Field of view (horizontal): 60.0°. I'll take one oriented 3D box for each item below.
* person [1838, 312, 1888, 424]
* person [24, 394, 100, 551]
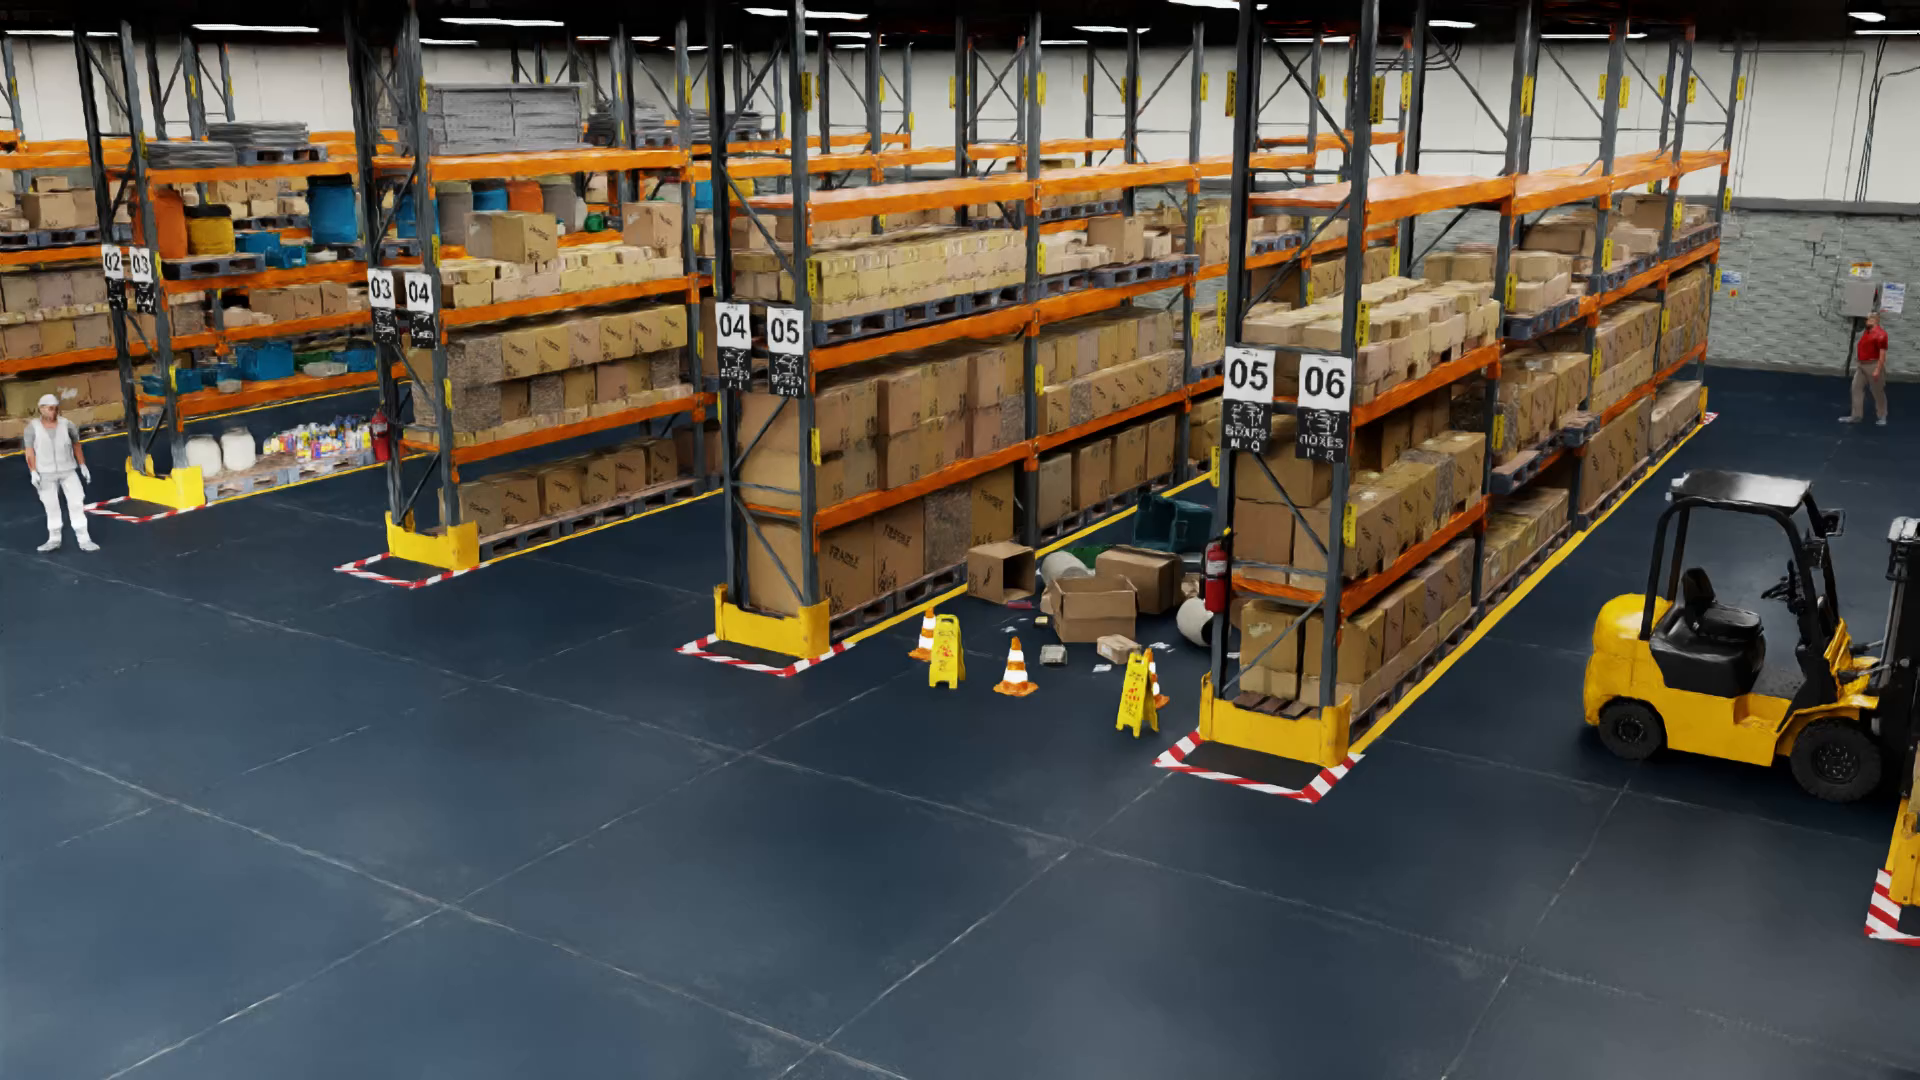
[{"bbox_3d":[14.007,-2.641,25.533,0.584,1.721,0.595,-1,16,-3],"label":"person"},{"bbox_3d":[-10.070,-0.751,18.557,0.639,1.794,0.467,-9,18,-29],"label":"person"}]
